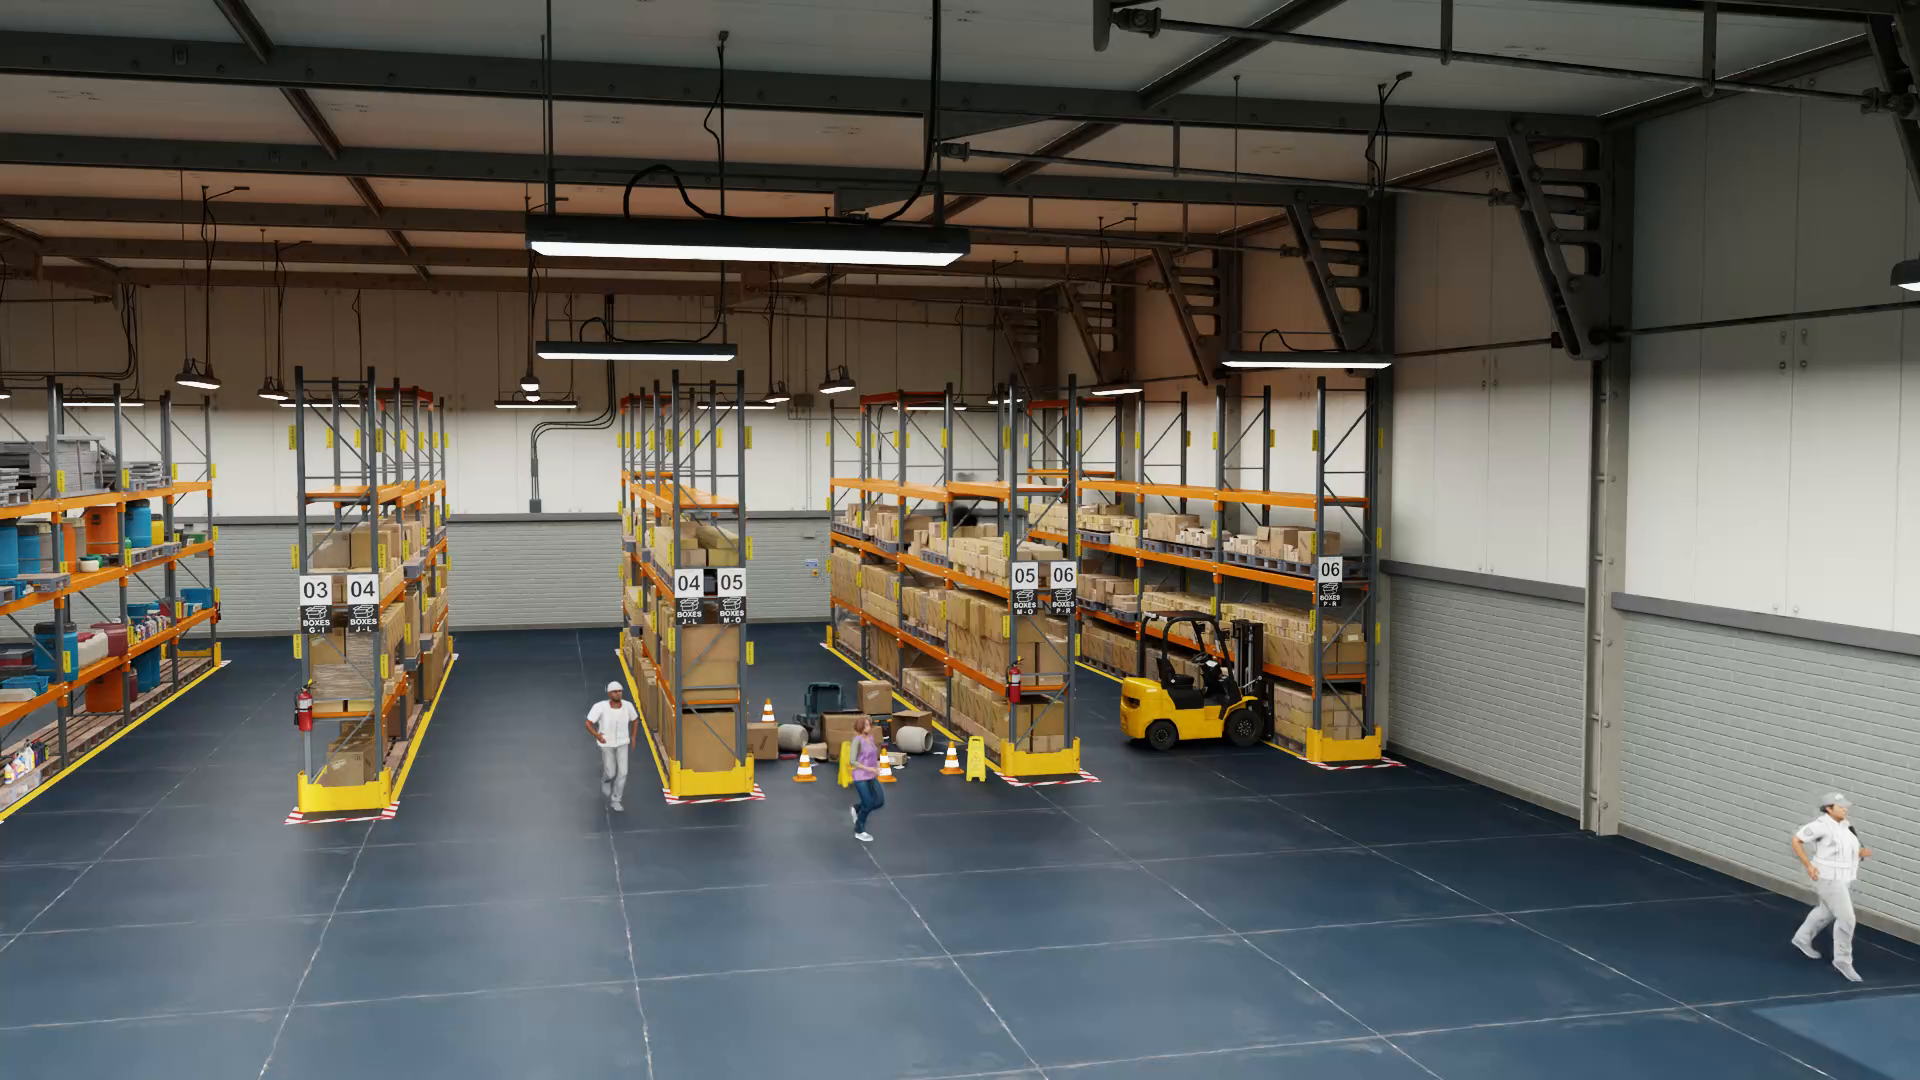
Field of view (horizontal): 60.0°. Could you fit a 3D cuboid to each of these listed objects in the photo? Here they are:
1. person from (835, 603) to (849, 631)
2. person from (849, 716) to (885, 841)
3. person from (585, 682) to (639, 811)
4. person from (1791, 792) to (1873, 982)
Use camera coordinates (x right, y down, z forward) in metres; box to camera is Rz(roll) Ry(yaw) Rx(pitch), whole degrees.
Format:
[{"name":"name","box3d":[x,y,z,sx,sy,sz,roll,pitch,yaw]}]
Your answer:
[{"name":"person","box3d":[-2.946,1.660,41.725,0.625,1.733,0.715,1,4,16]},{"name":"person","box3d":[-1.187,2.988,20.836,0.544,1.560,0.537,2,4,32]},{"name":"person","box3d":[-4.735,2.796,22.745,0.743,1.743,0.651,-2,4,-26]},{"name":"person","box3d":[8.214,3.234,15.709,0.581,1.727,0.771,-2,4,-36]}]
